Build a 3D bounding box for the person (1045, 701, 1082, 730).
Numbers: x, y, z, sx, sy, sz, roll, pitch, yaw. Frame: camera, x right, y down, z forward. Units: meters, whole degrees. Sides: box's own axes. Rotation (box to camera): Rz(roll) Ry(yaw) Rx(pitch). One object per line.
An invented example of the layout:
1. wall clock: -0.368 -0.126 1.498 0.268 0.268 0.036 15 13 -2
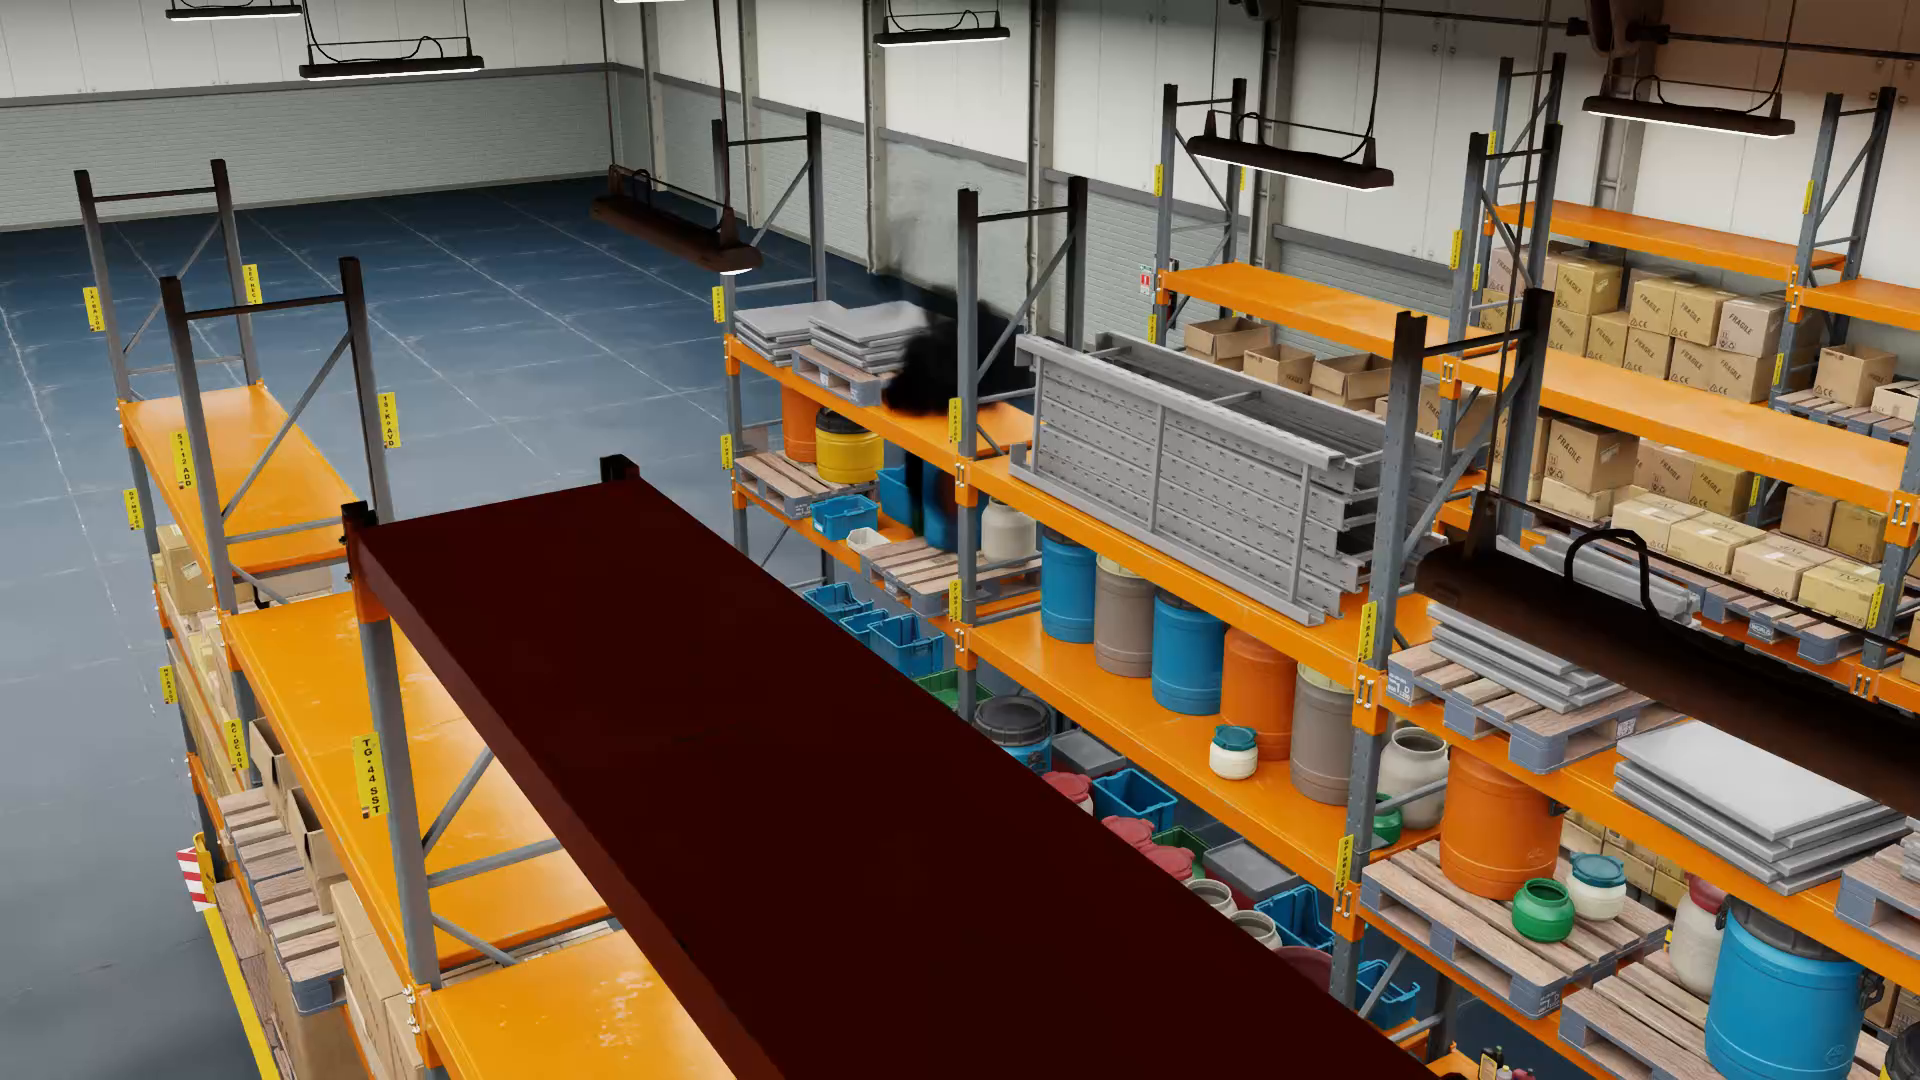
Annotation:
1. person: 1.033 1.163 15.576 0.605 1.625 0.485 -16 27 -35
